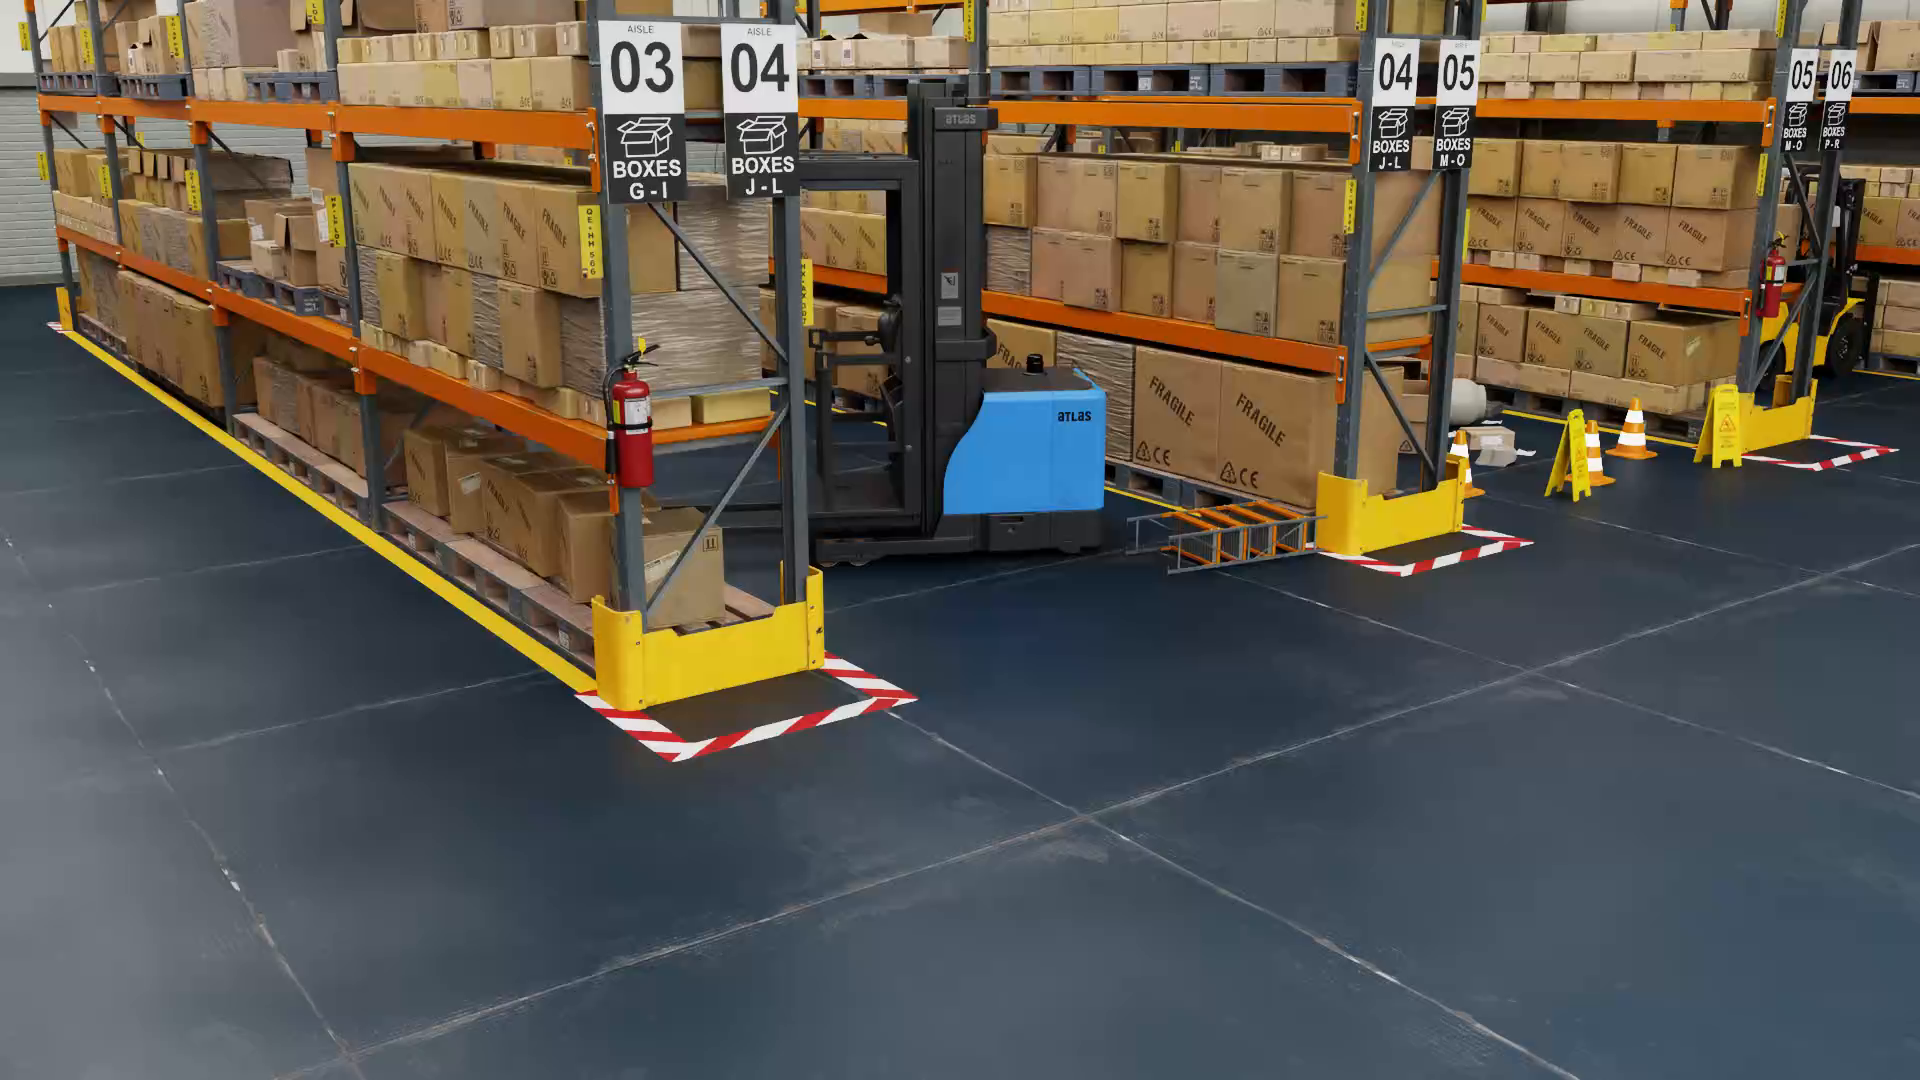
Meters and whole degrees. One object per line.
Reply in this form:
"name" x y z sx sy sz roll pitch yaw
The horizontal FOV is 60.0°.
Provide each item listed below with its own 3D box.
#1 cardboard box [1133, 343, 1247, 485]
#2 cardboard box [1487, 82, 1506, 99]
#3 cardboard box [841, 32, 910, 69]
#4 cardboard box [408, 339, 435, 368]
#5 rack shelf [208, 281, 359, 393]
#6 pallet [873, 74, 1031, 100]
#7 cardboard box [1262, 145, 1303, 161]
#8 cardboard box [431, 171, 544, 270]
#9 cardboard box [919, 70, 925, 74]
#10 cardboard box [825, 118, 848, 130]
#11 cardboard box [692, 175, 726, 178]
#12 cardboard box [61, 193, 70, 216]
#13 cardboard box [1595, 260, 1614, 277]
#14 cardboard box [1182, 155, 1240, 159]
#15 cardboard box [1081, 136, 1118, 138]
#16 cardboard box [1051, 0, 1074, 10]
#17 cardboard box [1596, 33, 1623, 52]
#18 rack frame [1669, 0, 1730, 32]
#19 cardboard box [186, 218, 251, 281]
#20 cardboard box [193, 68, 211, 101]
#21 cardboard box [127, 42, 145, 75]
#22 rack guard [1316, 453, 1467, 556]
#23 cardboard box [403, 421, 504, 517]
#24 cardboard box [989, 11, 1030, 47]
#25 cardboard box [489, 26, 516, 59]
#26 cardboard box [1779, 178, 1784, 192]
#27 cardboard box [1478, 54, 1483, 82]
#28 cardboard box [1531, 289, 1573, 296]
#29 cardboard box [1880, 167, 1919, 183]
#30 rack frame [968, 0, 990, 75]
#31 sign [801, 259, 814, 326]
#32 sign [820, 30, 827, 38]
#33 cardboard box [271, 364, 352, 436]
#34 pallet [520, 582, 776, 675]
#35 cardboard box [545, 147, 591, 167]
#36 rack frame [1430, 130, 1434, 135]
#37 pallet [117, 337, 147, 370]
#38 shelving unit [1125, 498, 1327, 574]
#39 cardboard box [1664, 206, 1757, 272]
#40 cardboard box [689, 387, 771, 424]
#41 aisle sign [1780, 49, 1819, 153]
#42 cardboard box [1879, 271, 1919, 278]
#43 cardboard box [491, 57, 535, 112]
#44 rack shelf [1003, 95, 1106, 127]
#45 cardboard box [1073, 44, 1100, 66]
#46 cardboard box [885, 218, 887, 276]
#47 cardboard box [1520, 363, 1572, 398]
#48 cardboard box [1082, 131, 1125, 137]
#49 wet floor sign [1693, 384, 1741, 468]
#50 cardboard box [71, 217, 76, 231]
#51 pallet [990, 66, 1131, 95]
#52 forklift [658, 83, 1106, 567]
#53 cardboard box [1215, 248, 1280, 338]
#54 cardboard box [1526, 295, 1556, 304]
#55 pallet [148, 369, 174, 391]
"cardboard box" 1.889 -0.969 12.165 0.875 0.875 0.875 -11 19 -35
"cardboard box" 5.045 -4.116 15.226 0.380 0.149 0.250 -12 19 -36
"cardboard box" -0.700 -4.318 14.674 0.500 0.311 0.500 -12 19 -37
"cardboard box" -3.106 -1.146 10.055 0.380 0.149 0.250 -11 19 -35
"rack shelf" -4.739 -1.656 12.805 1.077 0.370 4.000 -11 19 -35
"pallet" -0.070 -3.866 14.201 0.805 0.209 1.217 -12 19 -37
"cardboard box" 3.403 -4.084 17.540 0.380 0.149 0.250 -12 19 -37
"cardboard box" -2.612 -1.795 9.307 0.500 0.500 0.500 -11 19 -35
"cardboard box" -0.427 -6.726 23.112 0.500 0.500 0.500 -10 18 -34
"cardboard box" -1.740 -6.063 24.234 0.380 0.149 0.250 -11 19 -36
"cardboard box" -2.732 -3.955 18.399 0.380 0.149 0.250 -10 18 -33
"cardboard box" -10.244 -3.955 19.563 0.500 0.250 0.500 -11 19 -35
"cardboard box" 5.827 -2.407 14.663 0.380 0.149 0.250 -11 19 -34
"cardboard box" 2.808 -4.007 18.488 0.500 0.500 0.500 -10 18 -34
"cardboard box" 1.710 -4.746 20.651 0.500 0.500 0.500 -11 19 -34
"cardboard box" 0.897 -3.992 12.277 0.380 0.149 0.250 -11 19 -35
"cardboard box" 5.704 -4.284 14.331 0.380 0.149 0.250 -12 19 -36
"rack frame" 8.466 -6.778 18.796 1.000 3.000 0.127 -11 19 -35
"cardboard box" -6.405 -2.545 14.502 0.500 0.500 0.500 -10 18 -33
"cardboard box" -5.844 -3.664 13.384 0.500 0.250 0.500 -10 18 -34
"cardboard box" -7.694 -4.642 16.045 0.500 0.311 0.500 -12 19 -36
"rack guard" 2.875 -0.259 11.075 1.175 0.500 0.348 -11 19 -35
"cardboard box" -3.360 -0.481 11.090 0.500 0.500 0.500 -12 19 -36
"cardboard box" 0.570 -3.945 12.860 0.500 0.250 0.500 -11 19 -34
"cardboard box" -2.101 -2.464 8.243 0.380 0.149 0.250 -11 19 -34
"cardboard box" 9.008 -3.910 18.263 0.380 0.149 0.250 -11 19 -35
"cardboard box" 4.801 -4.386 15.459 0.500 0.250 0.500 -11 19 -35
"cardboard box" 7.700 -3.219 20.857 0.875 0.625 0.625 -11 19 -35
"cardboard box" 9.762 -3.782 17.230 0.380 0.149 0.250 -10 18 -33
"rack frame" 0.509 -5.217 13.092 1.000 3.000 0.127 -11 19 -35
"sign" -0.772 -1.223 8.223 0.100 0.325 0.005 -11 19 -35
"sign" -1.390 -4.997 16.839 0.100 0.325 0.005 -11 19 -35
"cardboard box" -5.168 -1.180 13.606 0.700 0.500 0.500 -13 20 -39
"pallet" -1.705 0.428 9.111 1.003 0.211 1.213 -11 19 -35
"cardboard box" -4.690 -4.764 20.155 0.500 0.500 0.500 -12 19 -36
"rack frame" 4.453 -3.114 16.770 1.000 3.000 0.127 -11 19 -35
"pallet" -8.650 -2.113 18.397 1.003 0.211 1.213 -11 19 -35
"shelving unit" 1.703 -0.033 10.640 1.200 0.258 0.503 -7 17 -25
"cardboard box" 6.263 -2.524 13.864 0.500 0.500 0.500 -11 19 -36
"cardboard box" -1.186 -0.698 8.420 0.380 0.149 0.250 -11 19 -35
"aisle sign" 6.607 -3.455 13.093 0.394 0.787 0.004 -11 19 -35
"cardboard box" 10.106 -2.736 17.909 0.500 0.250 0.500 -11 19 -35
"cardboard box" -1.996 -2.265 8.273 0.500 0.250 0.500 -11 19 -34
"rack shelf" 0.925 -5.495 21.150 1.077 0.370 4.000 -11 19 -35
"cardboard box" 1.047 -3.553 12.183 0.380 0.149 0.250 -11 19 -35
"cardboard box" -0.312 -2.550 14.521 0.500 0.500 0.500 -11 19 -35
"cardboard box" 5.502 -1.489 15.249 0.500 0.250 0.500 -12 19 -37
"cardboard box" 2.341 -6.421 27.155 0.500 0.500 0.500 -10 18 -33
"wet floor sign" 6.051 -0.917 13.205 0.267 0.644 0.232 -4 16 -15
"cardboard box" -10.071 -3.671 19.281 0.380 0.149 0.250 -11 19 -36
"pallet" 0.981 -3.551 12.856 1.003 0.211 1.213 -11 19 -35
"forklift" -0.619 -1.393 10.612 3.031 2.935 1.130 -2 15 -7
"cardboard box" 2.265 -1.728 11.424 0.875 0.550 0.550 -11 19 -35
"cardboard box" 5.620 -2.050 15.876 0.500 0.500 0.500 -10 18 -32
"pallet" -7.752 -1.786 17.200 1.003 0.211 1.213 -11 19 -35
